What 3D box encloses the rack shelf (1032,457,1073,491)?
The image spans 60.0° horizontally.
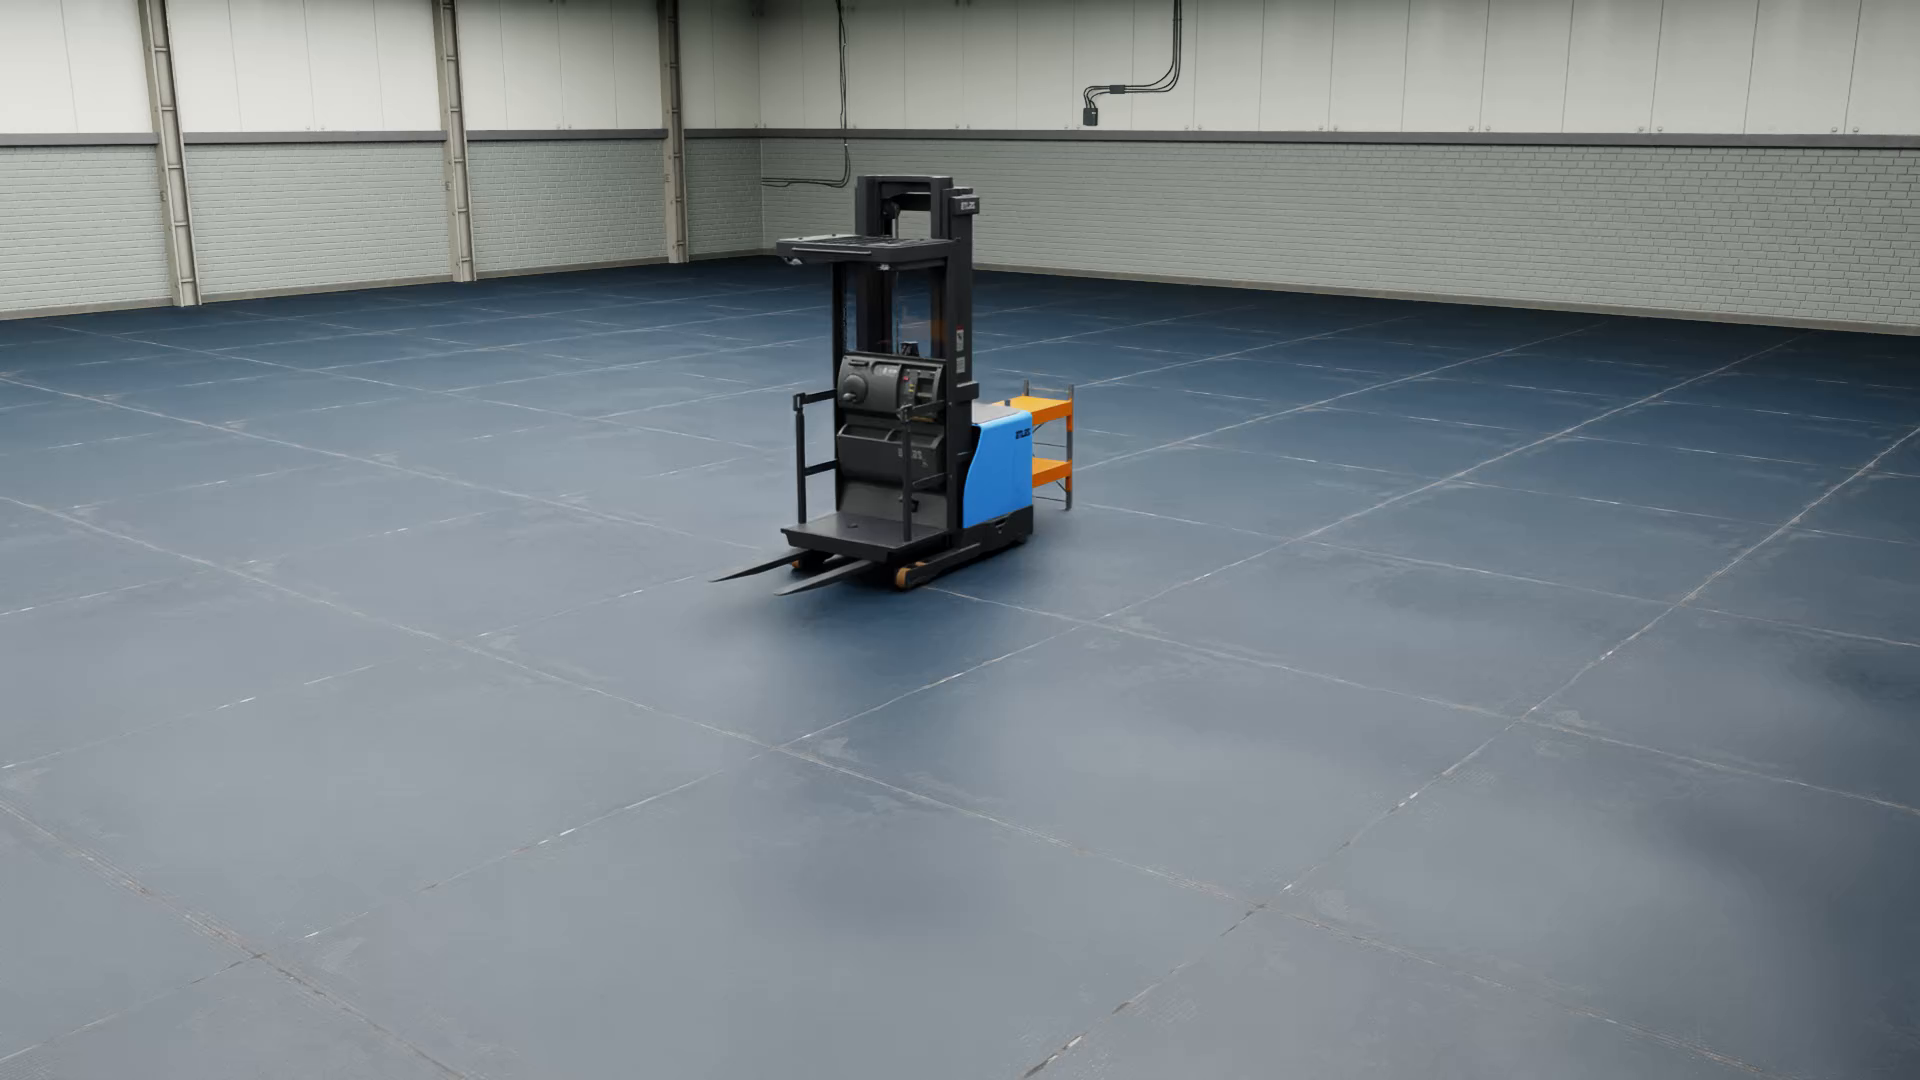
[{"bbox_3d":[0.485,-0.501,14.302,0.538,0.278,1.000,10,17,33],"label":"rack shelf"}]

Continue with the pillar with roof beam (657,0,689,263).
[{"bbox_3d":[-3.380,-10.335,36.030,9.100,9.000,0.400,11,18,38],"label":"pillar with roof beam"}]

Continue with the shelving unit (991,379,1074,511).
[{"bbox_3d":[0.485,-0.738,14.242,0.538,1.125,1.048,10,17,33],"label":"shelving unit"}]

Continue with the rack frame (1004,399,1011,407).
[{"bbox_3d":[0.199,-0.634,13.835,0.500,1.125,0.032,10,17,33],"label":"rack frame"}]

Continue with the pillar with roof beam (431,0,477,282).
[{"bbox_3d":[-7.151,-9.186,31.507,9.100,9.000,0.400,11,18,38],"label":"pillar with roof beam"}]

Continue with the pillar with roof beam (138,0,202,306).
[{"bbox_3d":[-10.922,-8.037,26.983,9.100,9.000,0.400,11,18,38],"label":"pillar with roof beam"}]

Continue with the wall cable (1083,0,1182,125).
[{"bbox_3d":[3.526,-11.537,33.854,2.305,6.003,0.169,11,18,38],"label":"wall cable"}]

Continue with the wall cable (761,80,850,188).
[{"bbox_3d":[-3.848,-9.856,40.450,3.097,2.526,0.112,11,18,38],"label":"wall cable"}]

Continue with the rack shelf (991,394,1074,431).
[{"bbox_3d":[0.485,-1.021,14.170,0.538,0.278,1.000,10,17,33],"label":"rack shelf"}]

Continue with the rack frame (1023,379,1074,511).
[{"bbox_3d":[0.771,-0.841,14.650,0.500,1.125,0.032,10,17,33],"label":"rack frame"}]

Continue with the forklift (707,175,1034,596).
[{"bbox_3d":[-0.645,-1.187,12.343,1.130,2.935,3.031,10,17,33],"label":"forklift"}]

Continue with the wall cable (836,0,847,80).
[{"bbox_3d":[-1.744,-11.885,38.180,3.097,2.526,0.112,11,18,38],"label":"wall cable"}]
